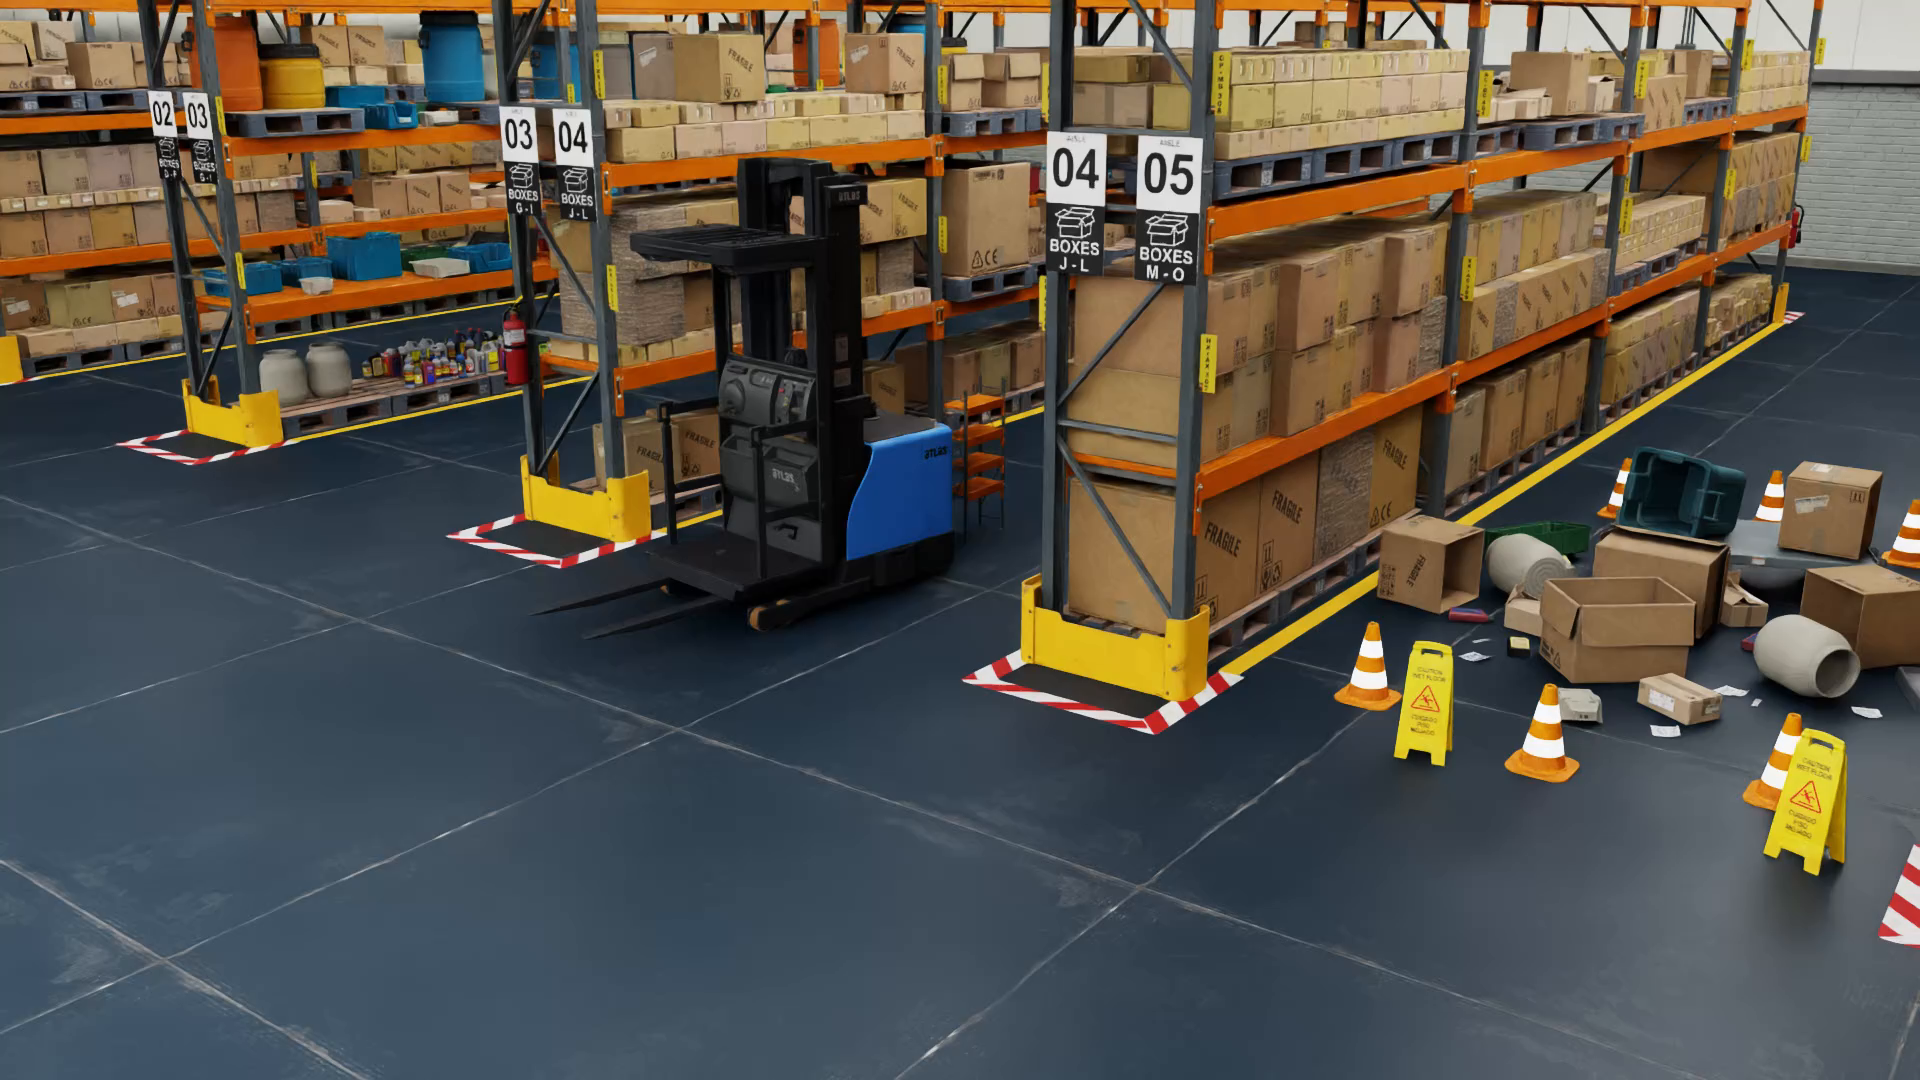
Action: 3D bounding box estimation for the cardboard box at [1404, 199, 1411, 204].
[{"bbox_3d":[6.296,-4.957,24.072,0.380,0.149,0.250,12,21,35],"label":"cardboard box"}]

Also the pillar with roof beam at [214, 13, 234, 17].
[{"bbox_3d":[-8.164,-8.010,23.364,9.100,9.000,0.400,12,21,35],"label":"pillar with roof beam"}]

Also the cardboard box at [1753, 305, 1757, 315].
[{"bbox_3d":[10.027,-2.992,21.418,0.380,0.149,0.250,12,21,34],"label":"cardboard box"}]

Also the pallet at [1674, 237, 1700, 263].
[{"bbox_3d":[7.516,-3.241,18.446,1.003,0.211,1.213,12,21,35],"label":"pallet"}]

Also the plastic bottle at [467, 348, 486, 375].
[{"bbox_3d":[-5.138,-1.904,17.667,0.152,0.276,0.135,13,21,36],"label":"plastic bottle"}]

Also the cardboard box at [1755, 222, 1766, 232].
[{"bbox_3d":[9.875,-3.957,20.850,0.380,0.149,0.250,11,21,32],"label":"cardboard box"}]

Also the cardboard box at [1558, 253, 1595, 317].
[{"bbox_3d":[5.354,-2.311,14.958,0.500,0.500,0.500,12,21,35],"label":"cardboard box"}]

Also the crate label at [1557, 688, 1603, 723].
[{"bbox_3d":[3.519,0.943,9.475,0.250,0.136,0.298,2,17,6],"label":"crate label"}]

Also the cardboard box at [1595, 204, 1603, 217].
[{"bbox_3d":[6.557,-3.468,17.566,0.380,0.149,0.250,13,22,36],"label":"cardboard box"}]

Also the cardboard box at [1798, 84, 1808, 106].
[{"bbox_3d":[10.413,-5.647,21.067,0.500,0.250,0.500,12,21,34],"label":"cardboard box"}]

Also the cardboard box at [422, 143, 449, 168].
[{"bbox_3d":[-9.041,-6.573,28.150,0.500,0.500,0.500,12,21,34],"label":"cardboard box"}]

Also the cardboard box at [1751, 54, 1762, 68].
[{"bbox_3d":[8.941,-5.488,19.038,0.380,0.149,0.250,12,21,33],"label":"cardboard box"}]

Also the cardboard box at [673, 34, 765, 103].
[{"bbox_3d":[-1.883,-3.698,13.024,0.500,0.500,0.500,12,21,34],"label":"cardboard box"}]

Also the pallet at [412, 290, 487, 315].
[{"bbox_3d":[-7.421,-3.378,23.265,1.003,0.211,1.213,12,21,35],"label":"pallet"}]

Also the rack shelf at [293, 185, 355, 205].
[{"bbox_3d":[-11.344,-5.243,25.781,1.077,0.370,4.000,12,21,35],"label":"rack shelf"}]

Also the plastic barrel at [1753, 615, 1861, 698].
[{"bbox_3d":[4.989,0.691,9.806,0.421,0.421,0.512,-4,18,-13],"label":"plastic barrel"}]

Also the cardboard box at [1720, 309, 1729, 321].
[{"bbox_3d":[9.102,-2.765,20.189,0.380,0.149,0.250,14,22,37],"label":"cardboard box"}]

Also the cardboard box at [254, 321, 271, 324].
[{"bbox_3d":[-8.962,-2.856,20.812,0.500,0.250,0.500,12,21,35],"label":"cardboard box"}]

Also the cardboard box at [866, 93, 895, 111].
[{"bbox_3d":[-0.795,-3.859,14.636,0.380,0.149,0.250,13,21,35],"label":"cardboard box"}]

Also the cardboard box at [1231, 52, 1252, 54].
[{"bbox_3d":[1.625,-3.015,10.540,0.380,0.149,0.250,12,21,34],"label":"cardboard box"}]

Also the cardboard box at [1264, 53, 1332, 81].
[{"bbox_3d":[1.999,-2.838,9.968,0.380,0.149,0.250,12,21,34],"label":"cardboard box"}]

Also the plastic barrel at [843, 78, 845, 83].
[{"bbox_3d":[-1.380,-6.083,21.769,0.294,0.245,0.294,0,17,0],"label":"plastic barrel"}]

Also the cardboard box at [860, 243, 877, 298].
[{"bbox_3d":[-1.245,-2.465,14.952,0.875,0.500,0.500,12,21,35],"label":"cardboard box"}]

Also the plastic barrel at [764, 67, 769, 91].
[{"bbox_3d":[-2.627,-5.778,21.046,0.421,0.512,0.421,0,17,0],"label":"plastic barrel"}]

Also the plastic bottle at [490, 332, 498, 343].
[{"bbox_3d":[-5.206,-2.173,18.522,0.061,0.283,0.133,12,21,35],"label":"plastic bottle"}]

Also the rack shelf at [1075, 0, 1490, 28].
[{"bbox_3d":[2.130,-3.438,10.527,1.077,0.370,4.000,12,21,35],"label":"rack shelf"}]

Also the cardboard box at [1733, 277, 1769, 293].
[{"bbox_3d":[10.112,-3.260,21.280,0.380,0.149,0.250,12,21,33],"label":"cardboard box"}]

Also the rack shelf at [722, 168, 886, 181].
[{"bbox_3d":[-2.597,-6.274,29.101,1.077,0.370,4.000,12,21,35],"label":"rack shelf"}]

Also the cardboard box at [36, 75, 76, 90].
[{"bbox_3d":[-10.096,-5.112,18.568,0.380,0.149,0.250,12,21,35],"label":"cardboard box"}]

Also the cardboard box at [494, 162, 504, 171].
[{"bbox_3d":[-8.175,-6.583,29.274,0.380,0.149,0.250,12,21,35],"label":"cardboard box"}]

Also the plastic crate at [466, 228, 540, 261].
[{"bbox_3d":[-4.993,-3.227,18.183,0.767,0.338,0.504,12,21,35],"label":"plastic crate"}]

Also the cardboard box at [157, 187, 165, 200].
[{"bbox_3d":[-9.459,-4.124,19.705,0.380,0.149,0.250,13,22,36],"label":"cardboard box"}]

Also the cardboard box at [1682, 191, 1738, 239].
[{"bbox_3d":[8.586,-3.752,19.098,0.500,0.500,0.500,12,21,34],"label":"cardboard box"}]

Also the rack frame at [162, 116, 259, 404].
[{"bbox_3d":[-6.962,-2.406,15.435,1.000,3.000,0.127,12,21,35],"label":"rack frame"}]

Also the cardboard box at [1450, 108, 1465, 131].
[{"bbox_3d":[3.362,-3.001,11.839,0.380,0.149,0.250,12,21,34],"label":"cardboard box"}]

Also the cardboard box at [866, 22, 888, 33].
[{"bbox_3d":[-1.698,-8.926,29.517,0.700,0.500,0.500,12,21,35],"label":"cardboard box"}]

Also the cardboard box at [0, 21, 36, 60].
[{"bbox_3d":[-12.936,-6.777,22.562,0.500,0.500,0.500,14,22,38],"label":"cardboard box"}]

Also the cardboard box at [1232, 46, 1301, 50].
[{"bbox_3d":[3.828,-5.930,20.848,0.700,0.500,0.500,13,22,36],"label":"cardboard box"}]

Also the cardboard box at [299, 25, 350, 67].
[{"bbox_3d":[-8.156,-6.295,21.179,0.500,0.500,0.500,13,21,35],"label":"cardboard box"}]

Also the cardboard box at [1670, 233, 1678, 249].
[{"bbox_3d":[7.396,-3.192,17.680,0.380,0.149,0.250,11,21,32],"label":"cardboard box"}]

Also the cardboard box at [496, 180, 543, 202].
[{"bbox_3d":[-6.423,-5.067,24.152,0.500,0.311,0.500,14,22,38],"label":"cardboard box"}]

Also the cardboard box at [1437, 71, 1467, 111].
[{"bbox_3d":[3.235,-3.172,11.717,0.500,0.250,0.500,12,21,34],"label":"cardboard box"}]

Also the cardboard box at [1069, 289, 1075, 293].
[{"bbox_3d":[1.407,-2.646,18.416,0.500,0.250,0.500,13,22,37],"label":"cardboard box"}]

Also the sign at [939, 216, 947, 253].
[{"bbox_3d":[-0.161,-2.803,15.254,0.100,0.325,0.005,12,21,35],"label":"sign"}]

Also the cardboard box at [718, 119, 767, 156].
[{"bbox_3d":[-1.889,-3.202,13.193,0.500,0.250,0.500,12,21,34],"label":"cardboard box"}]

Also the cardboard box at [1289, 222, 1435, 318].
[{"bbox_3d":[2.840,-1.937,11.851,0.875,0.550,0.550,12,21,35],"label":"cardboard box"}]

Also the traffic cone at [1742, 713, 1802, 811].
[{"bbox_3d":[4.194,1.101,8.418,0.336,0.463,0.334,12,21,35],"label":"traffic cone"}]

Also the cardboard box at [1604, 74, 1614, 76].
[{"bbox_3d":[6.129,-4.319,16.367,0.500,0.500,0.500,12,21,35],"label":"cardboard box"}]

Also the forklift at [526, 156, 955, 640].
[{"bbox_3d":[-1.438,-0.974,10.939,3.031,2.935,1.130,-16,24,-42],"label":"forklift"}]

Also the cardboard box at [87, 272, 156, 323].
[{"bbox_3d":[-9.856,-2.857,19.551,0.500,0.500,0.500,12,21,35],"label":"cardboard box"}]

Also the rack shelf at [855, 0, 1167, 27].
[{"bbox_3d":[0.590,-5.291,16.495,1.077,0.370,4.000,12,21,35],"label":"rack shelf"}]

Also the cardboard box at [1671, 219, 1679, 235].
[{"bbox_3d":[7.388,-3.333,17.632,0.380,0.149,0.250,11,20,32],"label":"cardboard box"}]

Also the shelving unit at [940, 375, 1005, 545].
[{"bbox_3d":[0.099,-0.612,12.693,0.258,1.200,0.503,12,21,35],"label":"shelving unit"}]

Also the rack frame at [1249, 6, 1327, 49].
[{"bbox_3d":[4.165,-7.254,20.931,1.000,3.000,0.127,12,21,35],"label":"rack frame"}]

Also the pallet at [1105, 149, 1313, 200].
[{"bbox_3d":[1.372,-2.199,9.860,1.003,0.211,1.213,12,21,35],"label":"pallet"}]

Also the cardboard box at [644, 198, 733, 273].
[{"bbox_3d":[-2.135,-2.399,13.056,0.500,0.500,0.500,12,21,35],"label":"cardboard box"}]

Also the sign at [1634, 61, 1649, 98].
[{"bbox_3d":[6.146,-4.153,14.997,0.100,0.325,0.005,12,21,35],"label":"sign"}]

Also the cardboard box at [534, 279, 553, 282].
[{"bbox_3d":[-6.289,-3.907,24.196,0.500,0.250,0.500,13,21,36],"label":"cardboard box"}]

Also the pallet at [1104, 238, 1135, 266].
[{"bbox_3d":[1.443,-3.157,18.174,1.213,0.211,1.003,12,21,35],"label":"pallet"}]
